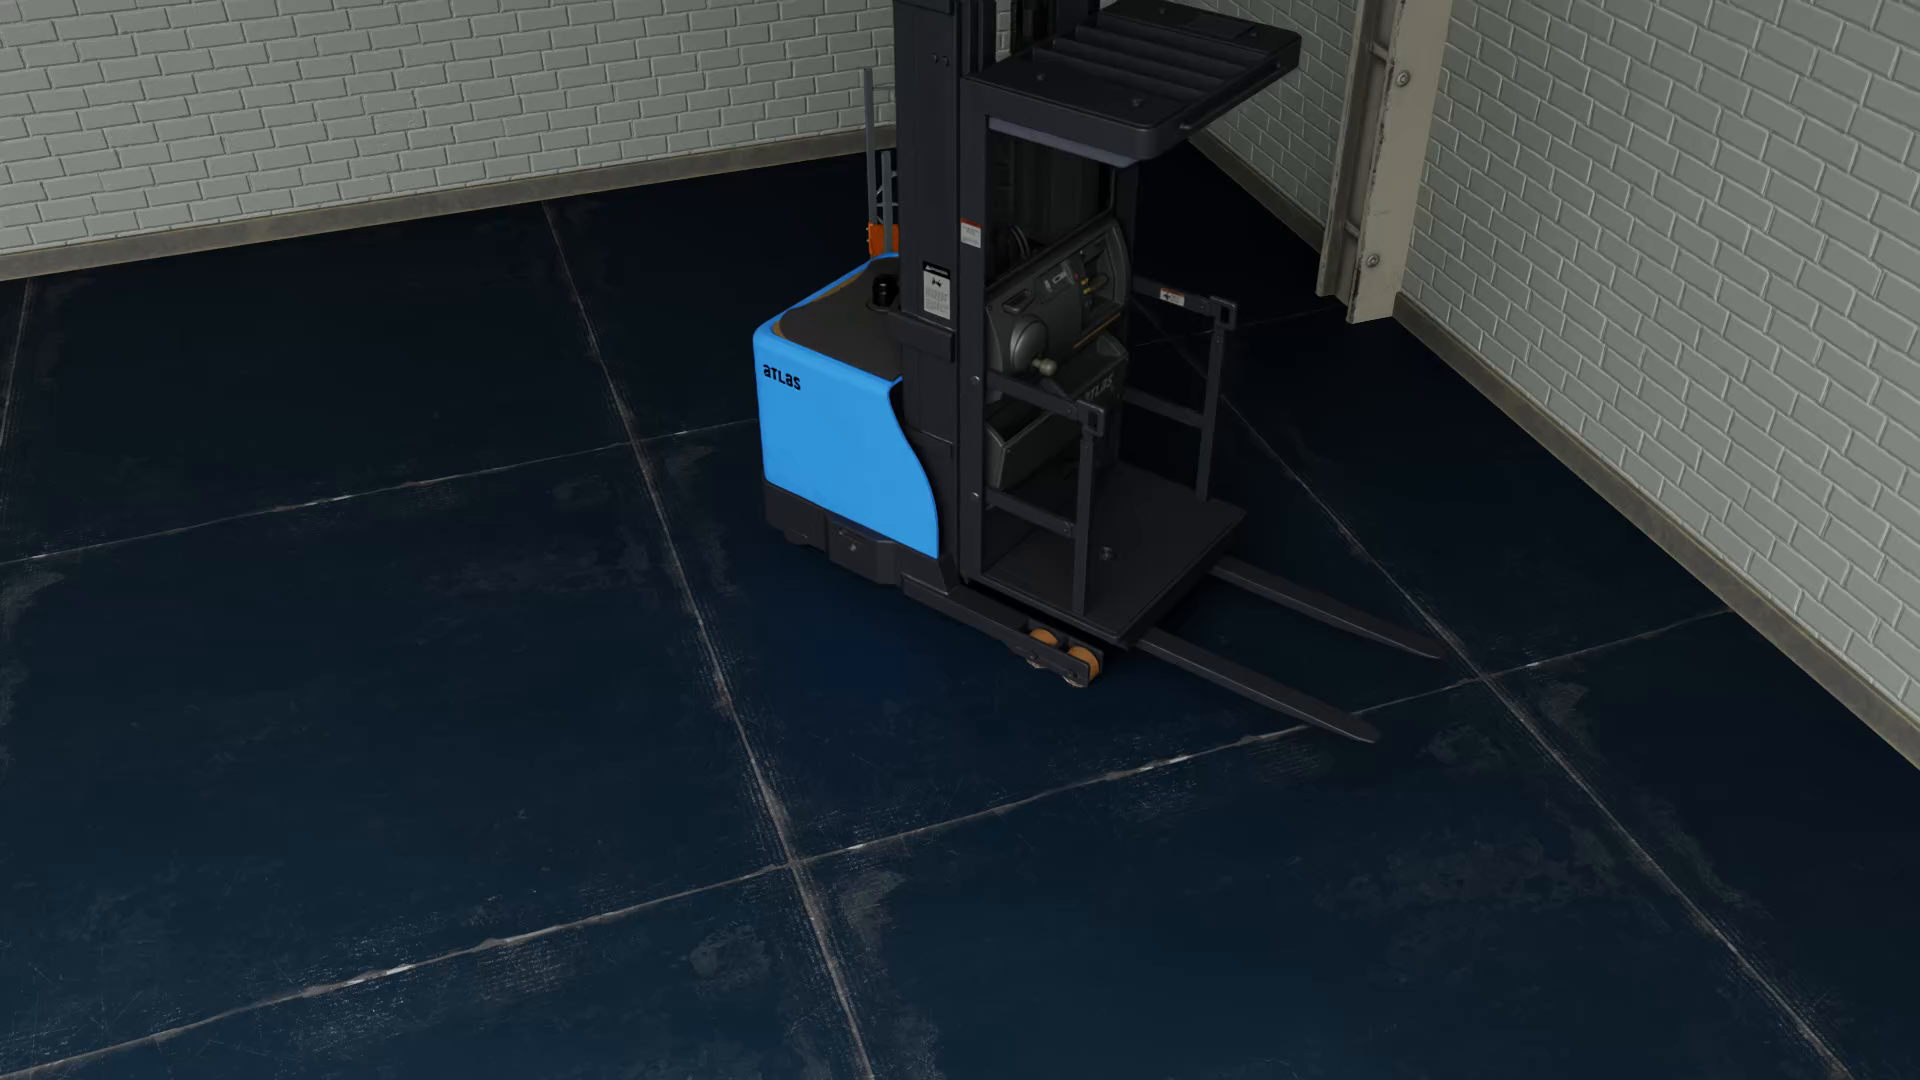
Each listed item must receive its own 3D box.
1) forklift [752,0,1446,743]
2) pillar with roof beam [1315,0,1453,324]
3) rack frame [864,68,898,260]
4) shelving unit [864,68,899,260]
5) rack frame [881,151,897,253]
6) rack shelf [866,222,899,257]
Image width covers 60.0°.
[{"bbox_3d":[0.569,-0.923,6.539,3.031,2.935,1.130,24,43,29],"label":"forklift"},{"bbox_3d":[-1.769,-4.063,5.665,9.100,9.000,0.400,-12,39,-16],"label":"pillar with roof beam"},{"bbox_3d":[-0.239,-1.801,8.894,0.500,1.500,0.032,-4,37,-6],"label":"rack frame"},{"bbox_3d":[-0.175,-1.492,8.484,0.587,1.500,1.083,-4,37,-6],"label":"shelving unit"},{"bbox_3d":[-0.112,-1.194,8.089,0.500,1.500,0.032,-4,37,-6],"label":"rack frame"},{"bbox_3d":[-0.176,-1.354,8.600,0.538,0.185,1.000,-4,37,-6],"label":"rack shelf"}]
